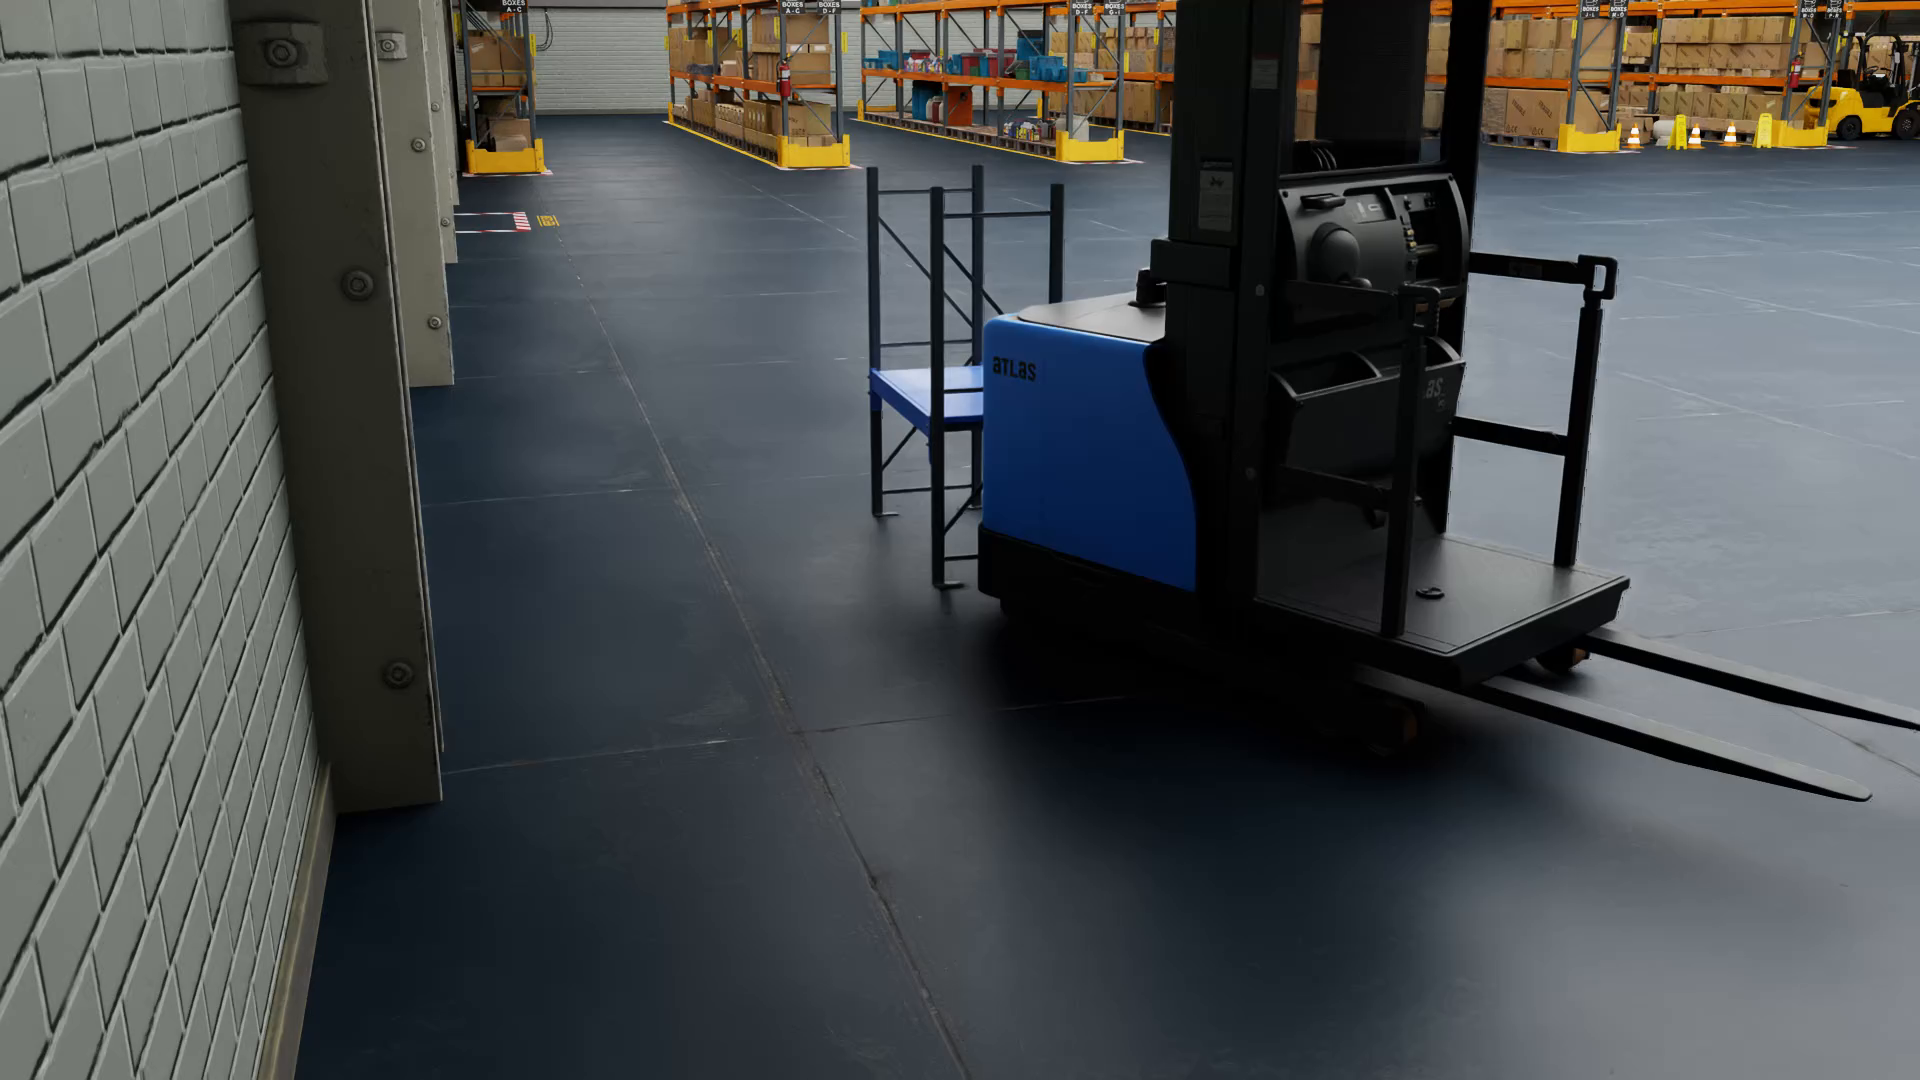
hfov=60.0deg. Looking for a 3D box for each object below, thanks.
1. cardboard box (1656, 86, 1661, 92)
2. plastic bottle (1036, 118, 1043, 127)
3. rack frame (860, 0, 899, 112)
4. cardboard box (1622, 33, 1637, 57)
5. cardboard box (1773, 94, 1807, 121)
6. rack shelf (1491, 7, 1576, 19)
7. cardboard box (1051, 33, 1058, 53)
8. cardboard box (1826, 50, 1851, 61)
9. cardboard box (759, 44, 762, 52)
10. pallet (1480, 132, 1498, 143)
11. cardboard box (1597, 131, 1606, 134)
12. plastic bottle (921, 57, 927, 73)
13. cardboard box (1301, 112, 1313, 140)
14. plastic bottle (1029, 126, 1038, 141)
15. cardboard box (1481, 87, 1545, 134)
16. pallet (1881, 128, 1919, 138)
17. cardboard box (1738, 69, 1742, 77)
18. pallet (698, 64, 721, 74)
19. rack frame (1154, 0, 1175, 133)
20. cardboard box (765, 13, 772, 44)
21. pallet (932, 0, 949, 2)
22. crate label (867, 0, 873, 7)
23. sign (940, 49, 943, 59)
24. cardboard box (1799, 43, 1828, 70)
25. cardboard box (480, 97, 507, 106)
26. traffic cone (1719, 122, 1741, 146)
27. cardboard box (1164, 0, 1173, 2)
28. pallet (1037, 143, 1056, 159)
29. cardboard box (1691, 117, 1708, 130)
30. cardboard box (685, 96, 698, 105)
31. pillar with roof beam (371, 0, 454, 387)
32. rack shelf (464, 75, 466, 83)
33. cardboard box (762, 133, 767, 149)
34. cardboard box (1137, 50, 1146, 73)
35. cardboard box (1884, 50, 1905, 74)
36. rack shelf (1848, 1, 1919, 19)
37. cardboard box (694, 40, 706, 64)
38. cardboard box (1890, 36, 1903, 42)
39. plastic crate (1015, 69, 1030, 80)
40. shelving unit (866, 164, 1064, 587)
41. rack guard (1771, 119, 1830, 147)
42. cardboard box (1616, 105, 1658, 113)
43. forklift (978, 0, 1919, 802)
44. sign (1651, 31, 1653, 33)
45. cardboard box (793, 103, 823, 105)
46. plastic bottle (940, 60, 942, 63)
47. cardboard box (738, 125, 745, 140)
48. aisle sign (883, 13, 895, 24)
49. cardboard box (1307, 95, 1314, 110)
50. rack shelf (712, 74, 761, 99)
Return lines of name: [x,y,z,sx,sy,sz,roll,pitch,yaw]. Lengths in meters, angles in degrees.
cardboard box: [18.355,-11.785,43.457,0.380,0.149,0.250,-4,17,-13]
plastic bottle: [1.545,-7.940,32.012,0.144,0.351,0.185,-5,17,-15]
rack frame: [-2.068,-12.484,43.299,1.000,3.000,0.127,-5,17,-15]
cardboard box: [15.035,-10.978,36.865,0.500,0.500,0.500,-5,17,-15]
cardboard box: [16.657,-8.729,33.542,0.500,0.500,0.500,-5,18,-17]
rack shelf: [13.871,-13.092,41.358,1.077,0.370,4.000,-5,17,-15]
cardboard box: [2.704,-13.013,43.500,0.500,0.500,0.500,-5,17,-17]
cardboard box: [19.911,-11.017,37.805,0.500,0.250,0.500,-5,17,-16]
cardboard box: [-3.365,-8.761,29.602,0.380,0.149,0.250,-5,18,-17]
pallet: [10.922,-8.369,34.445,1.003,0.211,1.213,-5,17,-15]
cardboard box: [13.032,-8.282,34.060,0.396,0.266,0.258,-2,17,-6]
plastic bottle: [-0.796,-10.777,37.703,0.144,0.351,0.185,-5,17,-15]
cardboard box: [6.738,-7.791,31.289,0.500,0.500,0.500,0,17,-1]
plastic bottle: [1.360,-7.510,30.709,0.152,0.276,0.135,-5,17,-15]
cardboard box: [11.146,-8.676,33.584,0.875,0.875,0.875,-5,17,-15]
pallet: [20.809,-8.837,36.003,1.003,0.211,1.213,-5,17,-15]
cardboard box: [16.050,-9.485,33.750,0.380,0.149,0.250,-4,17,-14]
pallet: [-5.172,-10.326,36.449,1.003,0.211,1.213,-5,17,-15]
rack frame: [4.893,-10.663,37.236,1.000,3.000,0.127,-5,17,-15]
cardboard box: [-2.992,-8.905,28.954,0.700,0.500,0.500,-5,17,-15]
pallet: [0.014,-11.837,36.258,1.003,0.211,1.213,-5,17,-15]
crate label: [-2.125,-13.569,41.954,0.408,0.251,0.502,-5,17,-15]
sign: [-0.439,-11.553,39.719,0.100,0.325,0.005,-5,17,-15]
cardboard box: [16.756,-9.577,32.930,0.500,0.500,0.500,-5,17,-16]
cardboard box: [-8.785,-8.222,31.386,0.500,0.250,0.500,-5,17,-17]
traffic cone: [15.261,-8.036,32.899,0.336,0.463,0.334,-5,17,-15]
cardboard box: [4.777,-11.878,36.326,0.500,0.250,0.500,-4,17,-14]
pallet: [2.045,-6.966,29.774,1.003,0.211,1.213,-5,17,-15]
cardboard box: [15.729,-8.746,34.905,0.500,0.250,0.500,-5,17,-16]
cardboard box: [-6.254,-10.522,40.340,0.797,0.503,0.637,-5,17,-15]
pillar with roof beam: [0.865,-5.635,10.070,9.100,9.000,0.400,-5,17,-15]
rack shelf: [-9.945,-9.697,35.270,1.077,0.370,4.000,-5,17,-15]
cardboard box: [-3.154,-6.953,28.934,0.500,0.250,0.500,-5,17,-15]
cardboard box: [4.387,-10.966,38.072,0.500,0.500,0.500,-5,17,-16]
cardboard box: [20.462,-10.355,36.038,0.500,0.500,0.500,-5,17,-16]
rack shelf: [20.842,-11.272,35.301,1.077,0.370,4.000,-5,17,-15]
cardboard box: [-5.567,-10.902,37.129,0.700,0.500,0.500,-2,17,-6]
cardboard box: [20.401,-10.839,36.003,0.380,0.149,0.250,-5,17,-16]
plastic crate: [1.331,-8.666,30.955,0.450,0.188,0.662,-5,17,-15]
shelving unit: [-0.004,-0.703,6.685,0.538,1.500,1.048,-5,17,-15]
rack guard: [16.599,-8.057,32.907,1.175,0.500,0.348,-5,17,-15]
cardboard box: [15.173,-9.626,37.622,0.950,0.372,0.625,-4,17,-12]
forklift: [1.432,-0.940,4.987,1.130,2.935,3.031,-15,22,-40]
sign: [18.626,-13.546,44.820,0.100,0.325,0.005,-5,17,-15]
cardboard box: [-2.657,-7.353,28.962,0.500,0.500,0.500,-5,17,-15]
plastic bottle: [-0.426,-10.977,38.506,0.097,0.271,0.097,0,17,0]
cardboard box: [-3.927,-7.750,31.589,0.500,0.250,0.500,-5,17,-16]
aisle sign: [-1.806,-13.772,43.069,0.394,0.787,0.004,-5,17,-15]
cardboard box: [8.842,-10.622,40.715,0.500,0.500,0.500,-4,17,-14]
rack shelf: [-4.084,-8.983,32.894,1.077,0.370,4.000,-5,17,-15]
